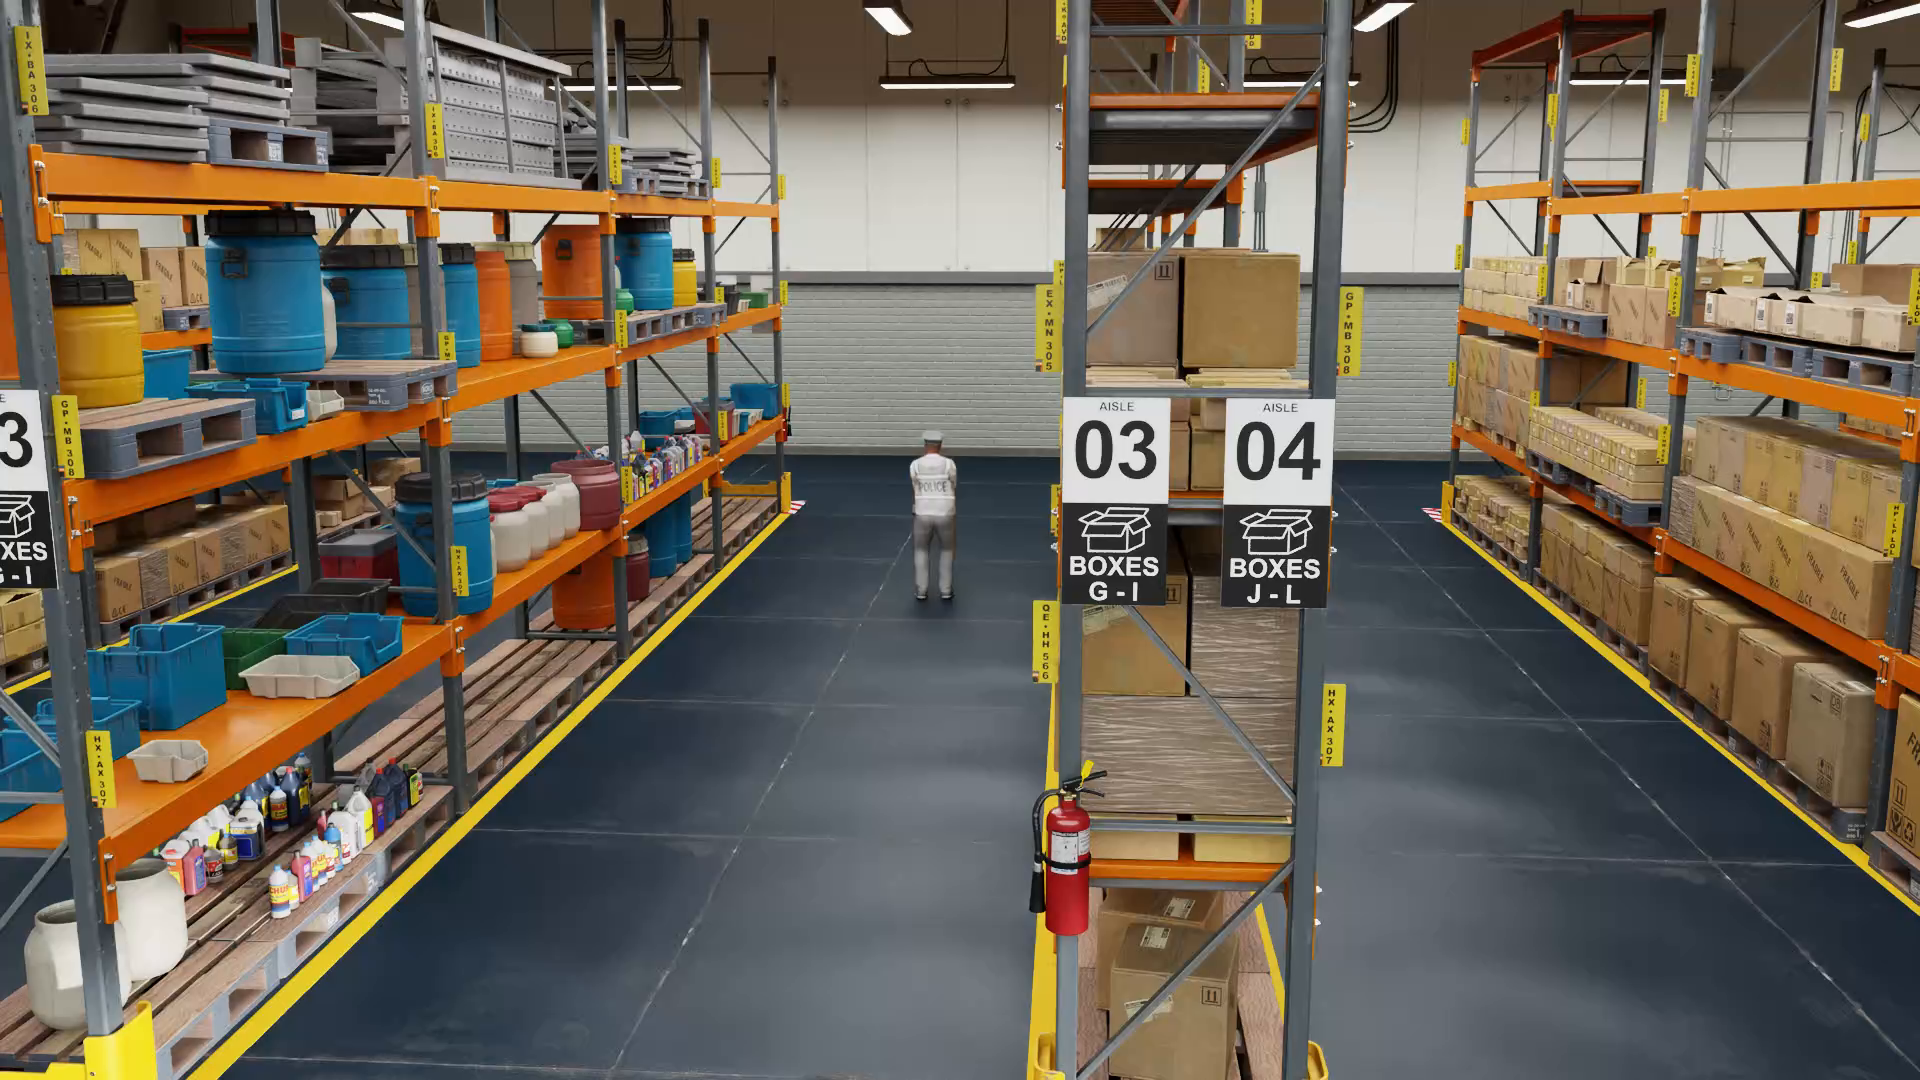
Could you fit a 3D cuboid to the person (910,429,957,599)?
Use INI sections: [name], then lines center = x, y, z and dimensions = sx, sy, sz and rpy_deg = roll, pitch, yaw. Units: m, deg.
[person]
center = -0.273, -0.268, 17.322
dimensions = 0.490, 1.764, 0.575
rpy_deg = 1, 11, 3
